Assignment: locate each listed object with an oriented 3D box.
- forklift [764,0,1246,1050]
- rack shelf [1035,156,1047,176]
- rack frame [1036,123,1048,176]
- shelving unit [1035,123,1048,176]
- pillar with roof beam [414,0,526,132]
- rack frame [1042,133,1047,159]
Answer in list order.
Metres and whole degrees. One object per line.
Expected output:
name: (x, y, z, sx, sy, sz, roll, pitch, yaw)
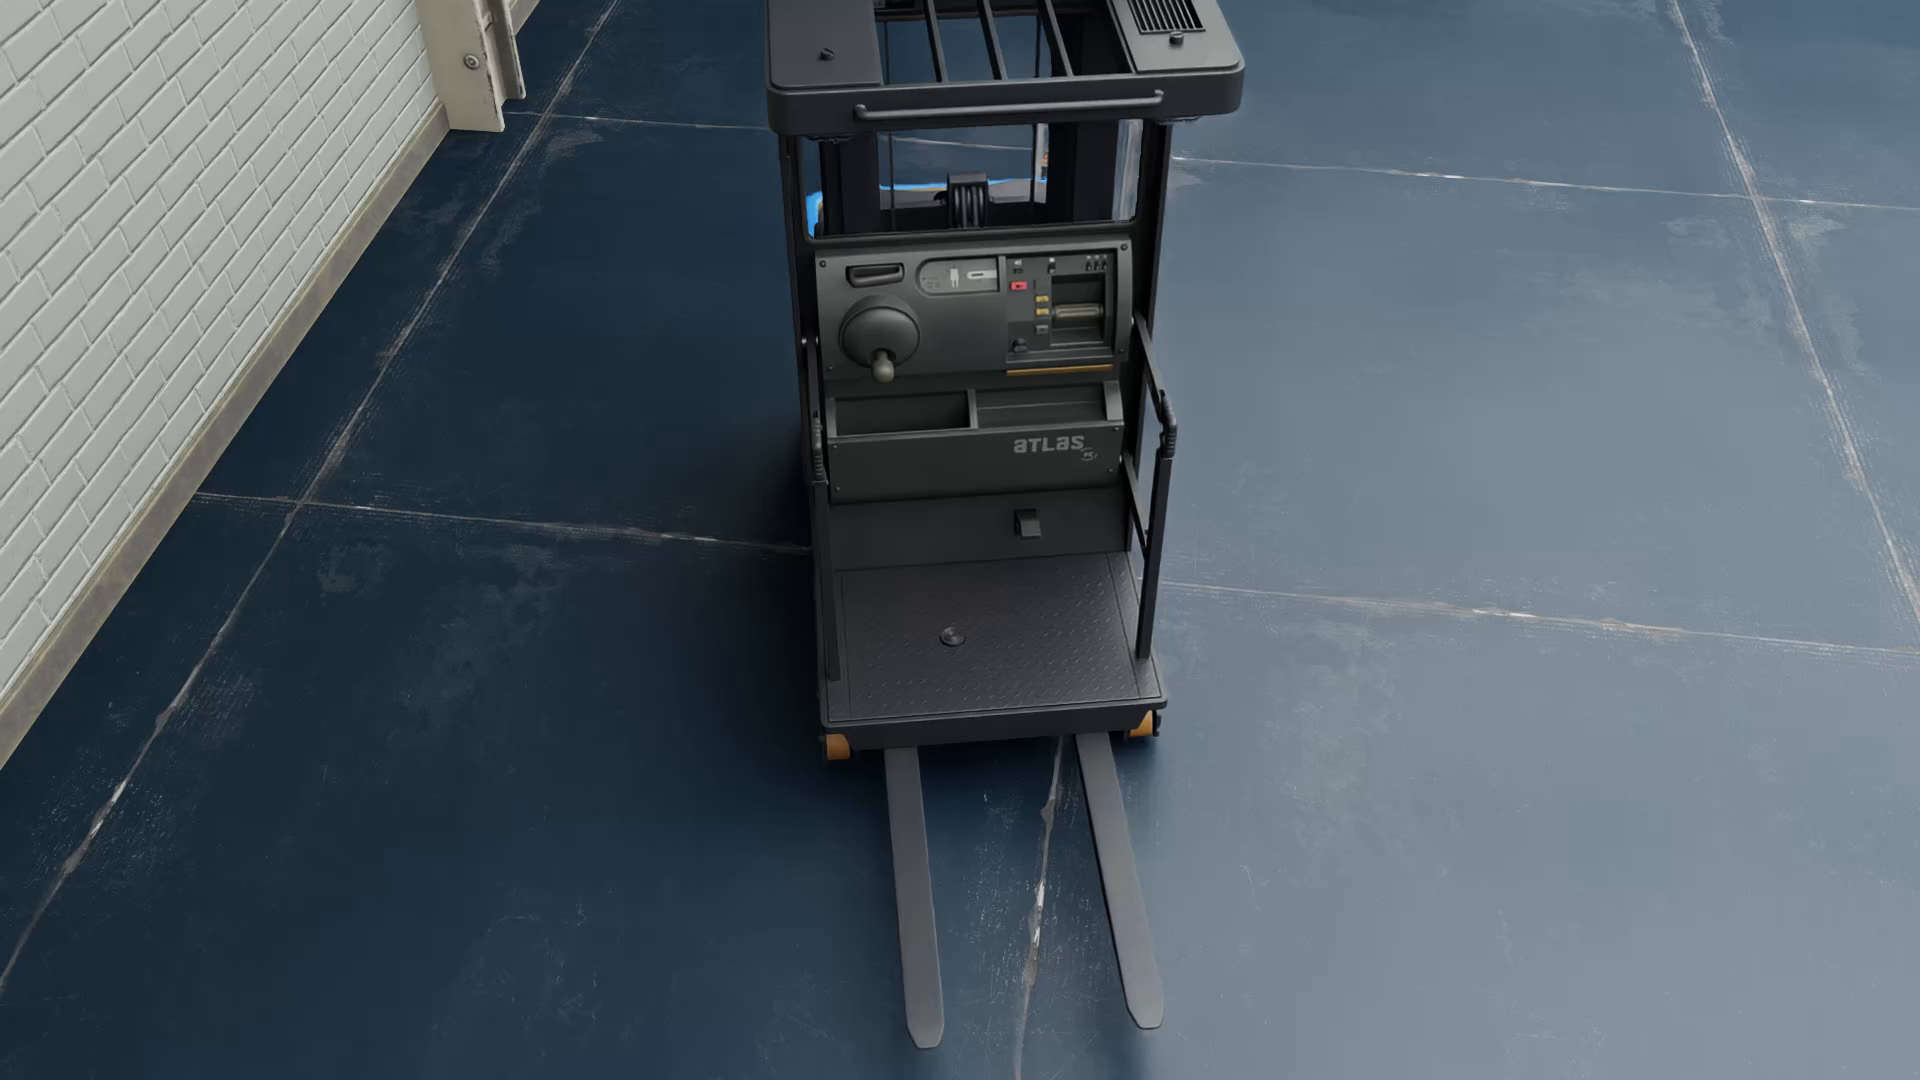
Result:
forklift: (0.068, -0.590, 4.741, 1.130, 2.935, 3.031, -4, 44, -4)
rack shelf: (0.449, -1.553, 7.157, 0.258, 0.180, 0.103, 3, 71, 3)
rack frame: (0.426, -1.286, 6.966, 0.240, 0.006, 1.200, 3, 71, 3)
shelving unit: (0.429, -1.256, 7.052, 0.258, 0.189, 1.200, 3, 71, 3)
pillar with roof beam: (1.815, -5.095, 5.085, 9.100, 9.000, 0.400, 5, 44, 6)
rack frame: (0.432, -1.225, 7.138, 0.240, 0.006, 1.200, 3, 71, 3)
